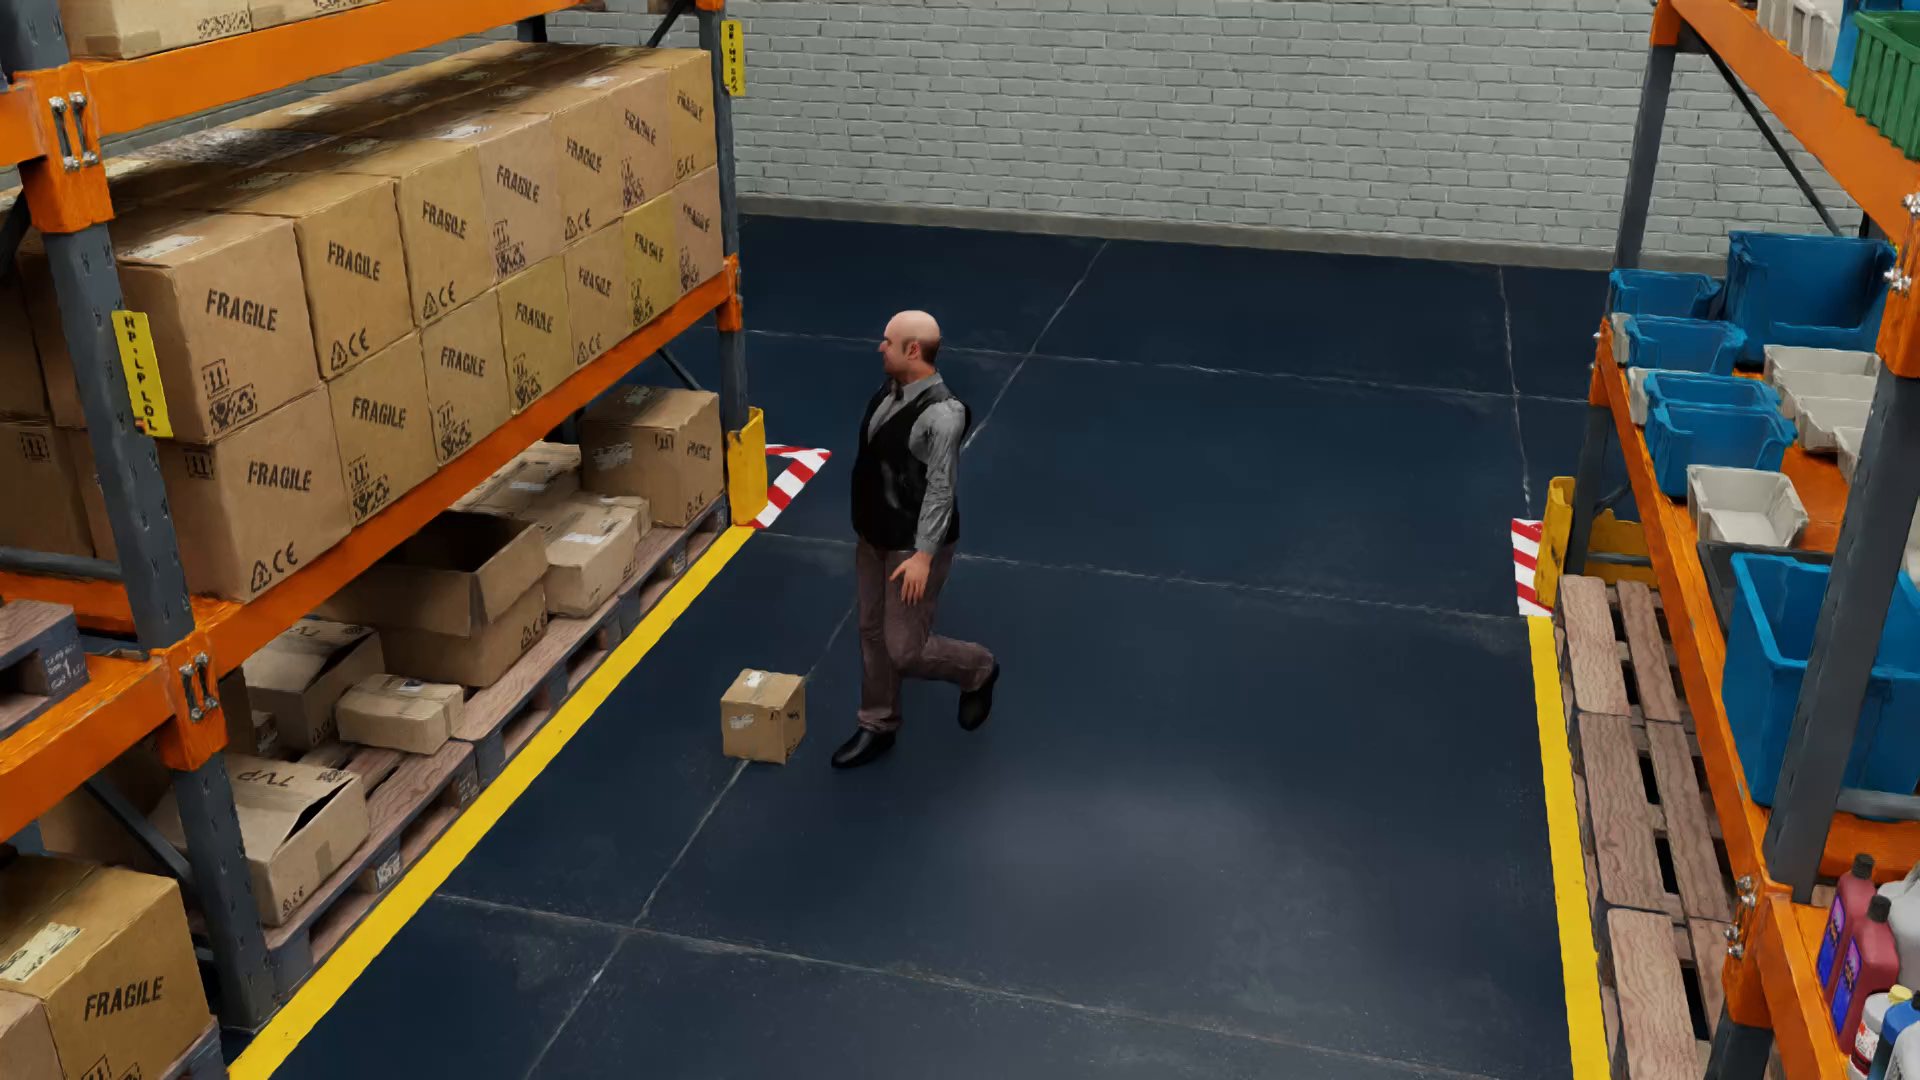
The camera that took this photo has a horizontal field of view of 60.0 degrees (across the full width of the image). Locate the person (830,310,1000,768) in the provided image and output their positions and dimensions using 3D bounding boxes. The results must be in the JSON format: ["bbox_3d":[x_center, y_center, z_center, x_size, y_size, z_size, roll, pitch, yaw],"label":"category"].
[{"bbox_3d":[-0.197,0.006,6.118,0.692,1.725,0.563,-15,29,-28],"label":"person"}]
